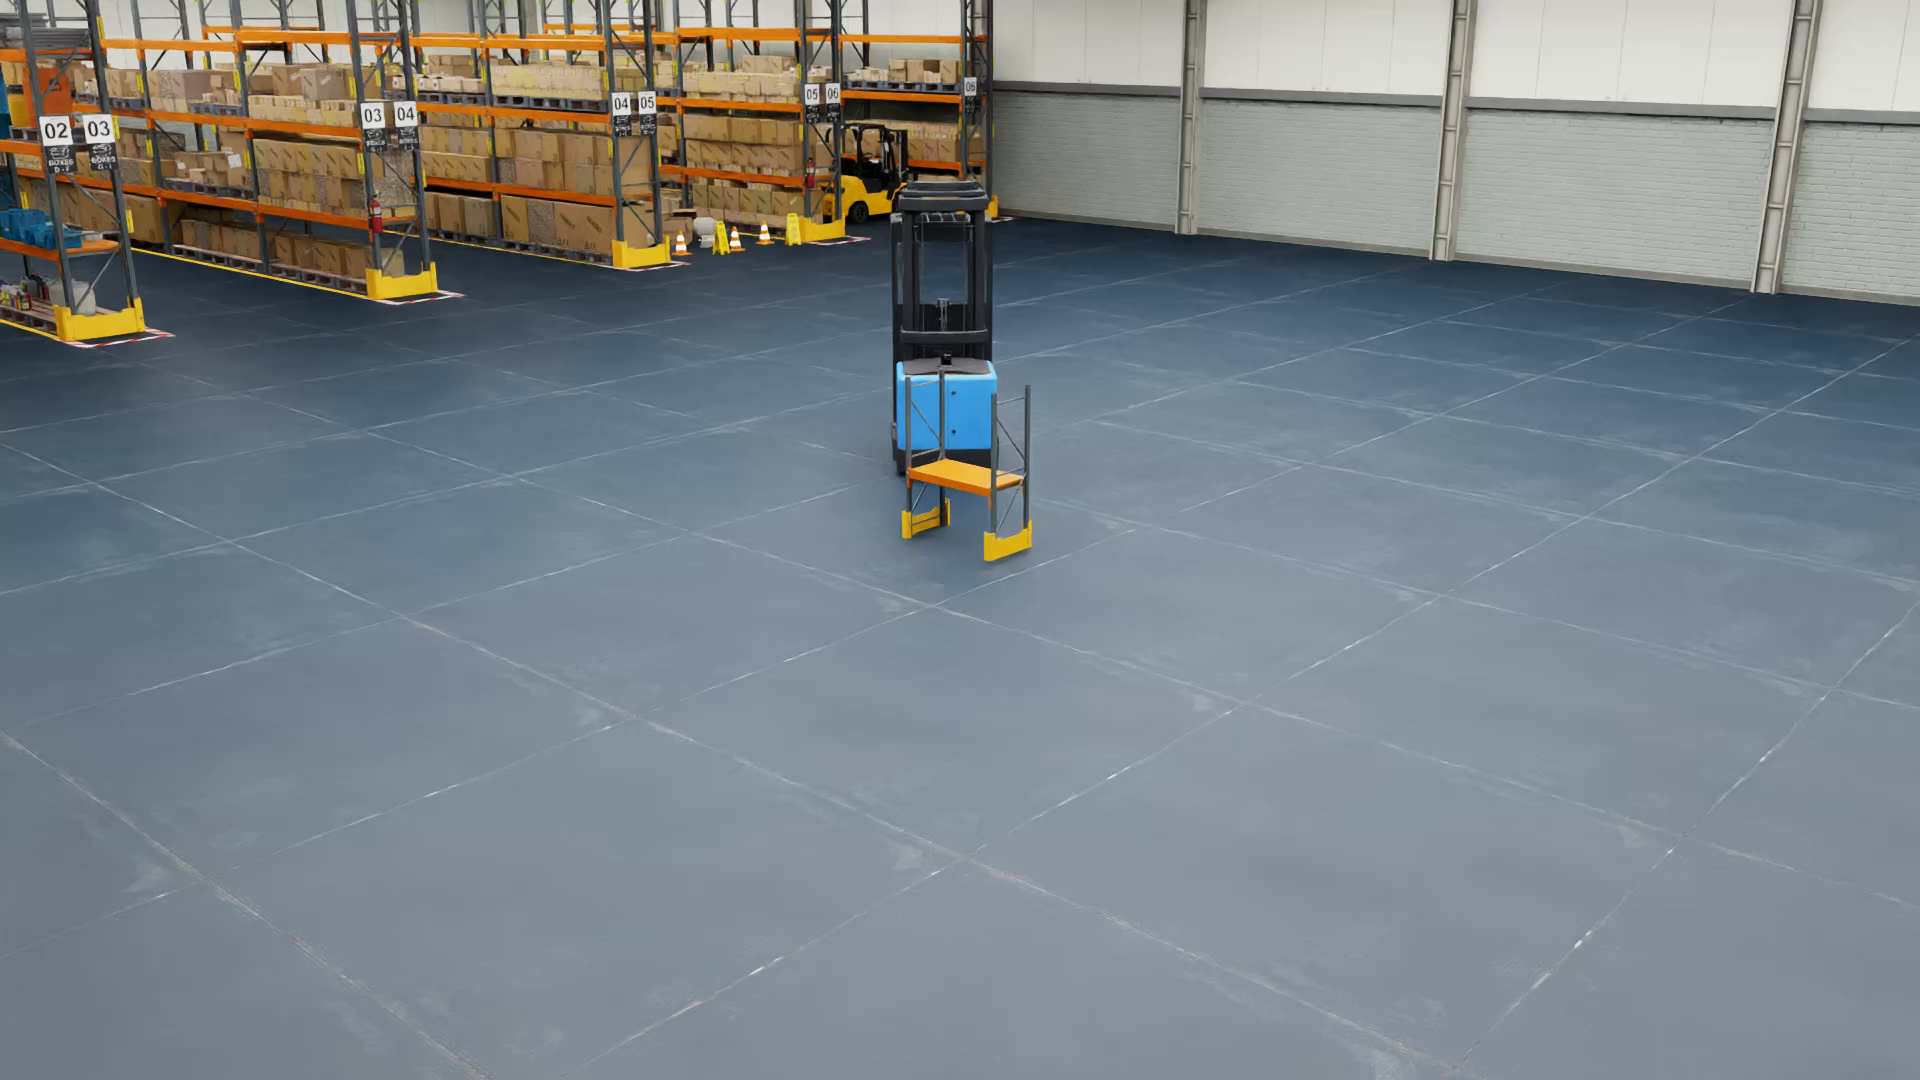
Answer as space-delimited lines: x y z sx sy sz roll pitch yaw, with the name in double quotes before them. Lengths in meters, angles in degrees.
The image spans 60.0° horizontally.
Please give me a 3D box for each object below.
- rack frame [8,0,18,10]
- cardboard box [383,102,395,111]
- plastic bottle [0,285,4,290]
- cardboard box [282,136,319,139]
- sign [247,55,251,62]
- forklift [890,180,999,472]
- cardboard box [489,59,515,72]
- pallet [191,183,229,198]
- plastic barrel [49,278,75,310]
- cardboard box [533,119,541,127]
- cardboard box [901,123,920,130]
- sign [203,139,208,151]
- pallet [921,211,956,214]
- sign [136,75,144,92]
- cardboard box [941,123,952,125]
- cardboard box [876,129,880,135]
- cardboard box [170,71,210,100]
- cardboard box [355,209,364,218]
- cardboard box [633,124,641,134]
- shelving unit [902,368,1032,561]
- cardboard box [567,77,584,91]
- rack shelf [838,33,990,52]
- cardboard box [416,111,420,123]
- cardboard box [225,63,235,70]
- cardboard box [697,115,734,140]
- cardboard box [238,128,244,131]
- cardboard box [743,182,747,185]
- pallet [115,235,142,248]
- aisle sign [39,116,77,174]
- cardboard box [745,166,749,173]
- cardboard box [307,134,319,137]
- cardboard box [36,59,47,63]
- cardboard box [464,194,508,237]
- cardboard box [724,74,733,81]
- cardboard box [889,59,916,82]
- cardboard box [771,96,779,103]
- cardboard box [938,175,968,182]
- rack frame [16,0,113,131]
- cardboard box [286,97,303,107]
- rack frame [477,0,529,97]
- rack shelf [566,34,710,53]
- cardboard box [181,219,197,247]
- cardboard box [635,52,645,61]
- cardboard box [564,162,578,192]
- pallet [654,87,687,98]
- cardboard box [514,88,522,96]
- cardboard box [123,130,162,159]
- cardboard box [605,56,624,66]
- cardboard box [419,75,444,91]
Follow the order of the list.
"rack frame" -21.454 -11.694 37.222 0.127 3.000 1.000 15 23 39
"cardboard box" -9.540 -7.278 27.855 0.250 0.149 0.380 15 23 39
"plastic bottle" -15.162 -3.899 26.361 0.097 0.271 0.097 0 18 0
"cardboard box" -11.960 -7.063 30.238 0.500 0.500 0.500 15 23 39
"sign" -17.703 -11.910 41.397 0.005 0.325 0.100 15 23 39
"forklift" -0.207 -2.493 18.261 1.130 2.935 3.031 -1 18 -3
"cardboard box" -11.418 -11.709 41.367 0.500 0.500 0.500 15 23 38
"pallet" -13.963 -6.749 31.874 1.213 0.211 1.003 15 23 39
"plastic barrel" -13.693 -3.732 25.468 0.421 0.512 0.421 0 18 0
"cardboard box" -10.209 -10.242 40.745 0.500 0.500 0.500 15 23 39
"cardboard box" -1.176 -9.818 39.497 0.250 0.149 0.380 15 23 40
"sign" -15.117 -7.867 33.298 0.005 0.325 0.100 15 23 39
"pallet" -0.217 -7.803 39.489 1.213 0.211 1.003 15 23 39
"sign" -15.845 -8.819 32.134 0.005 0.325 0.100 15 23 39
"cardboard box" -0.282 -9.766 39.333 0.250 0.149 0.380 15 23 40
"cardboard box" -1.807 -9.808 39.958 0.250 0.149 0.380 15 23 39
"cardboard box" -14.532 -8.590 31.407 0.500 0.500 0.500 14 22 38
"cardboard box" -10.024 -5.563 28.237 0.250 0.149 0.380 15 23 39
"cardboard box" -7.152 -9.302 38.251 0.500 0.500 0.500 16 24 41
"shelving unit" 0.057 -0.700 14.975 1.083 1.500 0.587 15 23 39
"cardboard box" -7.044 -8.608 31.352 0.500 0.250 0.500 15 23 39
"rack shelf" -1.113 -11.716 39.140 4.000 0.370 1.077 15 23 39
"cardboard box" -14.315 -11.338 44.200 0.500 0.500 0.500 14 23 38
"cardboard box" -17.481 -11.432 40.116 0.250 0.149 0.380 15 23 40
"cardboard box" -5.348 -9.089 36.620 0.500 0.500 0.700 15 23 40
"cardboard box" -17.159 -9.771 40.421 0.500 0.500 0.500 15 23 40
"cardboard box" -4.899 -7.755 37.338 0.500 0.500 0.500 16 23 40
"pallet" -16.919 -6.320 34.815 1.213 0.211 1.003 15 23 39
"aisle sign" -12.918 -5.659 23.826 0.004 0.787 0.394 15 23 39
"cardboard box" -4.461 -8.083 36.175 0.250 0.149 0.380 15 23 39
"cardboard box" -14.703 -9.208 38.042 0.250 0.149 0.380 15 23 40
"cardboard box" -19.950 -10.510 36.184 0.500 0.250 0.500 14 22 38
"cardboard box" -9.635 -6.760 34.615 0.750 0.750 1.050 15 23 39
"cardboard box" -4.872 -9.971 35.849 0.250 0.149 0.380 15 23 38
"cardboard box" -1.222 -11.103 39.288 0.637 0.503 0.797 16 24 41
"cardboard box" -3.746 -9.286 35.009 0.250 0.149 0.380 16 24 41
"cardboard box" -0.169 -8.376 38.883 0.500 0.250 0.500 16 24 41
"rack frame" -12.775 -7.361 23.569 0.127 3.000 1.000 15 23 39
"cardboard box" -11.440 -7.585 28.823 0.250 0.149 0.380 14 23 38
"rack frame" -9.111 -10.387 33.102 0.127 3.000 1.000 15 23 39
"rack shelf" -7.397 -11.395 38.130 4.000 0.370 1.077 15 23 39
"cardboard box" -14.956 -6.117 32.970 0.500 0.500 0.700 14 22 36
"cardboard box" -8.599 -13.155 45.163 0.258 0.266 0.396 15 23 39
"cardboard box" -7.188 -7.106 32.435 0.550 0.550 0.875 15 23 39
"pallet" -6.292 -10.156 37.644 1.003 0.211 1.213 15 23 39
"cardboard box" -8.497 -8.783 32.563 0.250 0.149 0.380 15 23 38
"cardboard box" -16.492 -8.036 33.790 0.637 0.503 0.797 16 23 40
"cardboard box" -9.515 -13.283 46.116 0.500 0.250 0.500 15 23 38
"cardboard box" -10.949 -9.567 34.765 0.500 0.311 0.500 15 23 38
